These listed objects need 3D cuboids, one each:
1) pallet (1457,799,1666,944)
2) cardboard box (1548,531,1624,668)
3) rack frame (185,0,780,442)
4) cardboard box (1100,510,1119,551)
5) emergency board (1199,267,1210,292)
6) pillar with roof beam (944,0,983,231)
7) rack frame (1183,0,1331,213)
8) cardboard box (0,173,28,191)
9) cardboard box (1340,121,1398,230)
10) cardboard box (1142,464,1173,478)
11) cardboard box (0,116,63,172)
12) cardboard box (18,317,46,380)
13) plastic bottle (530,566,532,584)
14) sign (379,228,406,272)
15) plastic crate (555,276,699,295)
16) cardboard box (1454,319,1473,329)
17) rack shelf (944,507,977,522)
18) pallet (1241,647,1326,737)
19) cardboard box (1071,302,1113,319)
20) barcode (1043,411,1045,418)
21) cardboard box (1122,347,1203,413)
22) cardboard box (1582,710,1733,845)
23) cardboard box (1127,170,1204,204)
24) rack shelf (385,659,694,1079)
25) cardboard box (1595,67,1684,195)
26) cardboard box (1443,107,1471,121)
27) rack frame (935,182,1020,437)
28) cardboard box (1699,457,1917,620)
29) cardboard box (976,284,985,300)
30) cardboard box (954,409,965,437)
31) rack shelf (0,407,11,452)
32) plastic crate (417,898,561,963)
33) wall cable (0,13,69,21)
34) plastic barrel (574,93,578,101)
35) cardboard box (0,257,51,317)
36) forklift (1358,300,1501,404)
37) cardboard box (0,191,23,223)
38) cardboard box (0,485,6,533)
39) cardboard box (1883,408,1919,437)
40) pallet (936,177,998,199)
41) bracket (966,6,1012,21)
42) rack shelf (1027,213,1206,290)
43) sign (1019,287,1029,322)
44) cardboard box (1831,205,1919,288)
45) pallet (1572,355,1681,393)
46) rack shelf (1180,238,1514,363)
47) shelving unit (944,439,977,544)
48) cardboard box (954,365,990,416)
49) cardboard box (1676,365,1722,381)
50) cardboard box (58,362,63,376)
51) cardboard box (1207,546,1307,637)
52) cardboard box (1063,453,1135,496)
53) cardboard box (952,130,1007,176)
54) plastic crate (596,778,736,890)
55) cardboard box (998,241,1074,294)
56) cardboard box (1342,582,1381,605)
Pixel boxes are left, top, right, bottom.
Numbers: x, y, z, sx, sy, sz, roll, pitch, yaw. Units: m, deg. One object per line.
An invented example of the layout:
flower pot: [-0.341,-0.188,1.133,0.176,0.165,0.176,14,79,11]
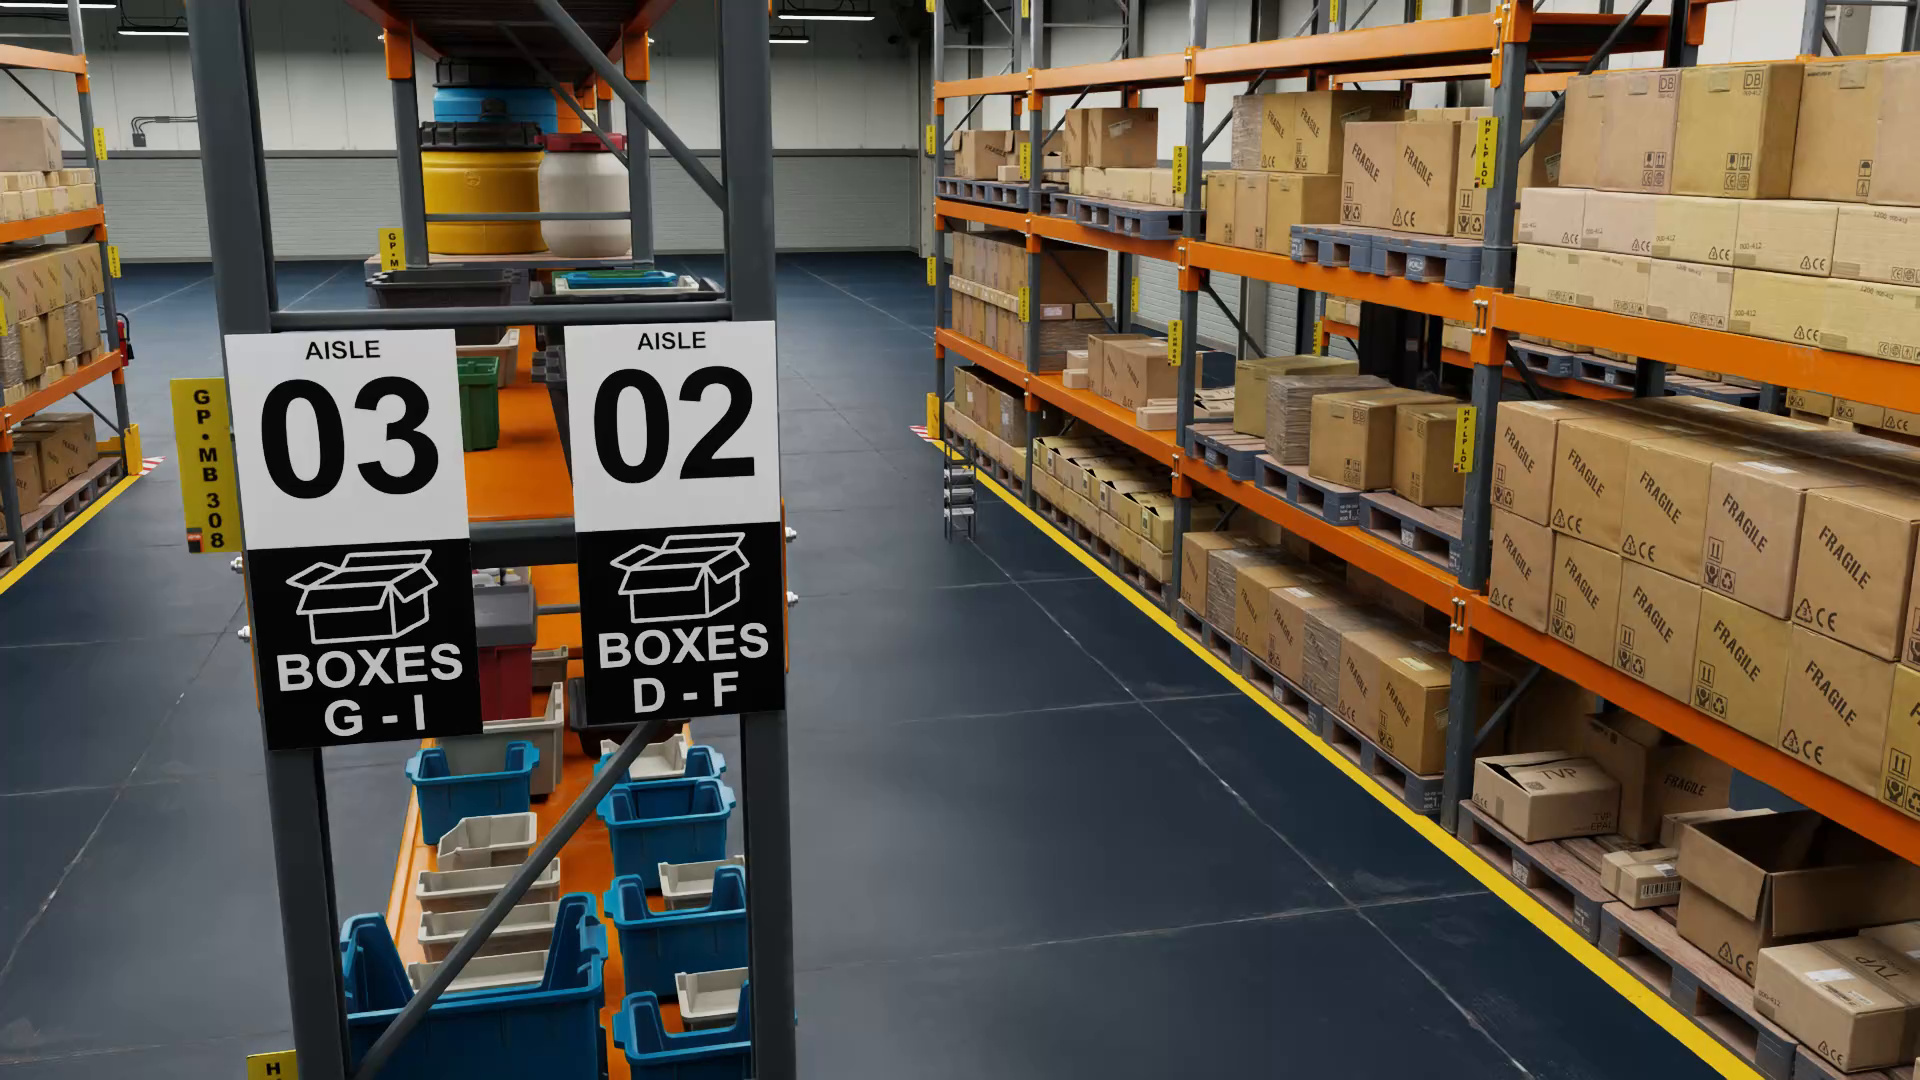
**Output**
pallet: [3.184,1.551,8.133,1.003,0.211,1.213,-3,14,-13]
cardboard box: [3.002,0.240,7.413,0.500,0.500,0.500,-3,14,-12]
rack frame: [-0.852,-1.678,2.835,1.000,3.000,0.127,-3,14,-13]
cardboard box: [1.484,-0.096,13.907,0.500,0.250,0.500,-3,14,-12]
emergency board: [4.073,-4.850,28.460,0.194,1.169,0.643,-3,14,-13]
pillar with roof beam: [-3.796,-11.105,41.420,9.100,9.000,0.548,-3,14,-13]
rack frame: [2.084,-3.799,11.516,1.000,3.000,0.127,-3,14,-13]
cardboard box: [-8.511,-3.168,14.730,0.380,0.149,0.250,-4,14,-14]
cardboard box: [2.661,-2.148,9.772,0.600,0.600,0.600,-4,14,-15]
cardboard box: [1.876,-0.520,14.461,0.500,0.311,0.500,-3,14,-14]
cardboard box: [-8.815,-3.728,15.657,0.500,0.500,0.500,-3,14,-13]
cardboard box: [-8.614,-1.674,14.620,0.875,0.500,0.500,-3,14,-13]
plastic bottle: [-2.229,0.093,8.331,0.144,0.351,0.185,-3,14,-13]
sign: [-2.327,-1.118,6.843,0.100,0.325,0.005,-3,14,-13]
plastic crate: [-1.073,-0.692,5.368,0.437,0.282,0.530,-3,14,-13]
cardboard box: [5.548,-2.477,17.441,0.500,0.500,0.500,-3,14,-13]
rack shelf: [0.002,-0.228,14.863,0.258,0.077,0.200,-3,14,-13]
pallet: [2.506,0.925,10.695,1.003,0.211,1.213,-3,14,-13]
cardboard box: [1.270,-2.244,16.214,0.380,0.149,0.250,-3,14,-13]
barcode: [0.800,-1.191,15.799,0.001,0.075,0.075,-3,14,-13]
cardboard box: [1.674,-1.319,13.797,0.500,0.500,0.500,-4,14,-16]
cardboard box: [3.433,1.154,8.222,0.500,0.500,0.500,-3,14,-13]
cardboard box: [1.659,-2.827,13.289,0.500,0.250,0.500,-4,14,-14]
rack shelf: [-1.322,1.124,5.521,1.077,0.370,4.000,-3,14,-13]
cardboard box: [3.155,-1.720,7.009,0.700,0.500,0.500,-3,14,-13]
cardboard box: [5.438,-4.313,17.579,0.500,0.500,0.500,-3,14,-10]
rack frame: [0.205,-2.730,19.782,1.000,3.000,0.127,-3,14,-13]
cardboard box: [3.225,-0.015,6.351,0.500,0.500,0.500,-3,14,-11]
cardboard box: [0.393,-2.694,18.058,0.380,0.149,0.250,-3,14,-14]
cardboard box: [0.236,-1.347,19.030,0.500,0.250,0.500,-3,14,-13]
rack shelf: [-8.015,-0.445,11.945,1.077,0.370,4.000,-3,14,-13]
plastic crate: [-1.274,1.089,4.577,0.396,0.136,0.243,-3,14,-13]
wall cable: [-25.408,-15.204,44.517,3.097,2.526,0.112,-3,14,-13]
plastic barrel: [-3.800,-3.672,15.377,0.600,0.901,0.708,-3,14,-13]
cardboard box: [-8.580,-2.284,15.009,0.500,0.500,0.500,-3,14,-13]
forklift: [4.049,-1.202,13.670,3.031,2.935,1.130,6,15,25]
cardboard box: [-8.471,-2.880,14.392,0.500,0.250,0.500,-3,14,-14]
cardboard box: [-8.540,-0.340,14.382,0.500,0.500,0.500,-4,14,-15]
cardboard box: [6.993,-1.002,11.829,0.500,0.500,0.500,-3,14,-13]
pallet: [0.346,-3.980,18.763,1.003,0.211,1.213,-3,14,-13]
bracket: [0.746,-12.383,39.069,0.076,0.066,4.783,-3,14,-13]
rack shelf: [1.615,-2.454,13.846,1.077,0.370,4.000,-3,14,-13]
sign: [0.606,-2.235,15.765,0.100,0.325,0.005,-3,14,-13]
cardboard box: [3.363,-1.001,5.648,0.500,0.250,0.500,-3,14,-13]
pallet: [6.394,-1.523,15.244,1.003,0.211,1.213,-3,14,-13]
rack shelf: [2.554,-1.531,10.069,1.077,0.370,4.000,-3,14,-13]
shelving unit: [0.002,-0.435,14.813,0.258,0.900,0.210,-3,14,-13]
cardboard box: [0.235,-1.711,18.941,0.500,0.500,0.500,-3,14,-13]
cardboard box: [6.621,-1.659,14.260,0.700,0.500,0.500,-5,14,-18]
cardboard box: [-8.711,-1.601,15.689,0.380,0.149,0.250,-3,14,-13]
cardboard box: [2.042,0.357,11.484,0.500,0.500,0.500,-4,14,-15]
cardboard box: [1.235,-0.604,14.805,0.500,0.311,0.500,-4,14,-15]
cardboard box: [0.336,-4.377,18.804,0.797,0.503,0.637,-2,14,-9]
plastic crate: [-0.900,0.909,5.111,0.416,0.233,0.300,-3,14,-13]
cardboard box: [0.798,-2.820,17.206,0.700,0.500,0.500,-3,14,-13]
cardboard box: [2.783,0.559,10.660,0.500,0.500,0.500,-4,14,-15]
